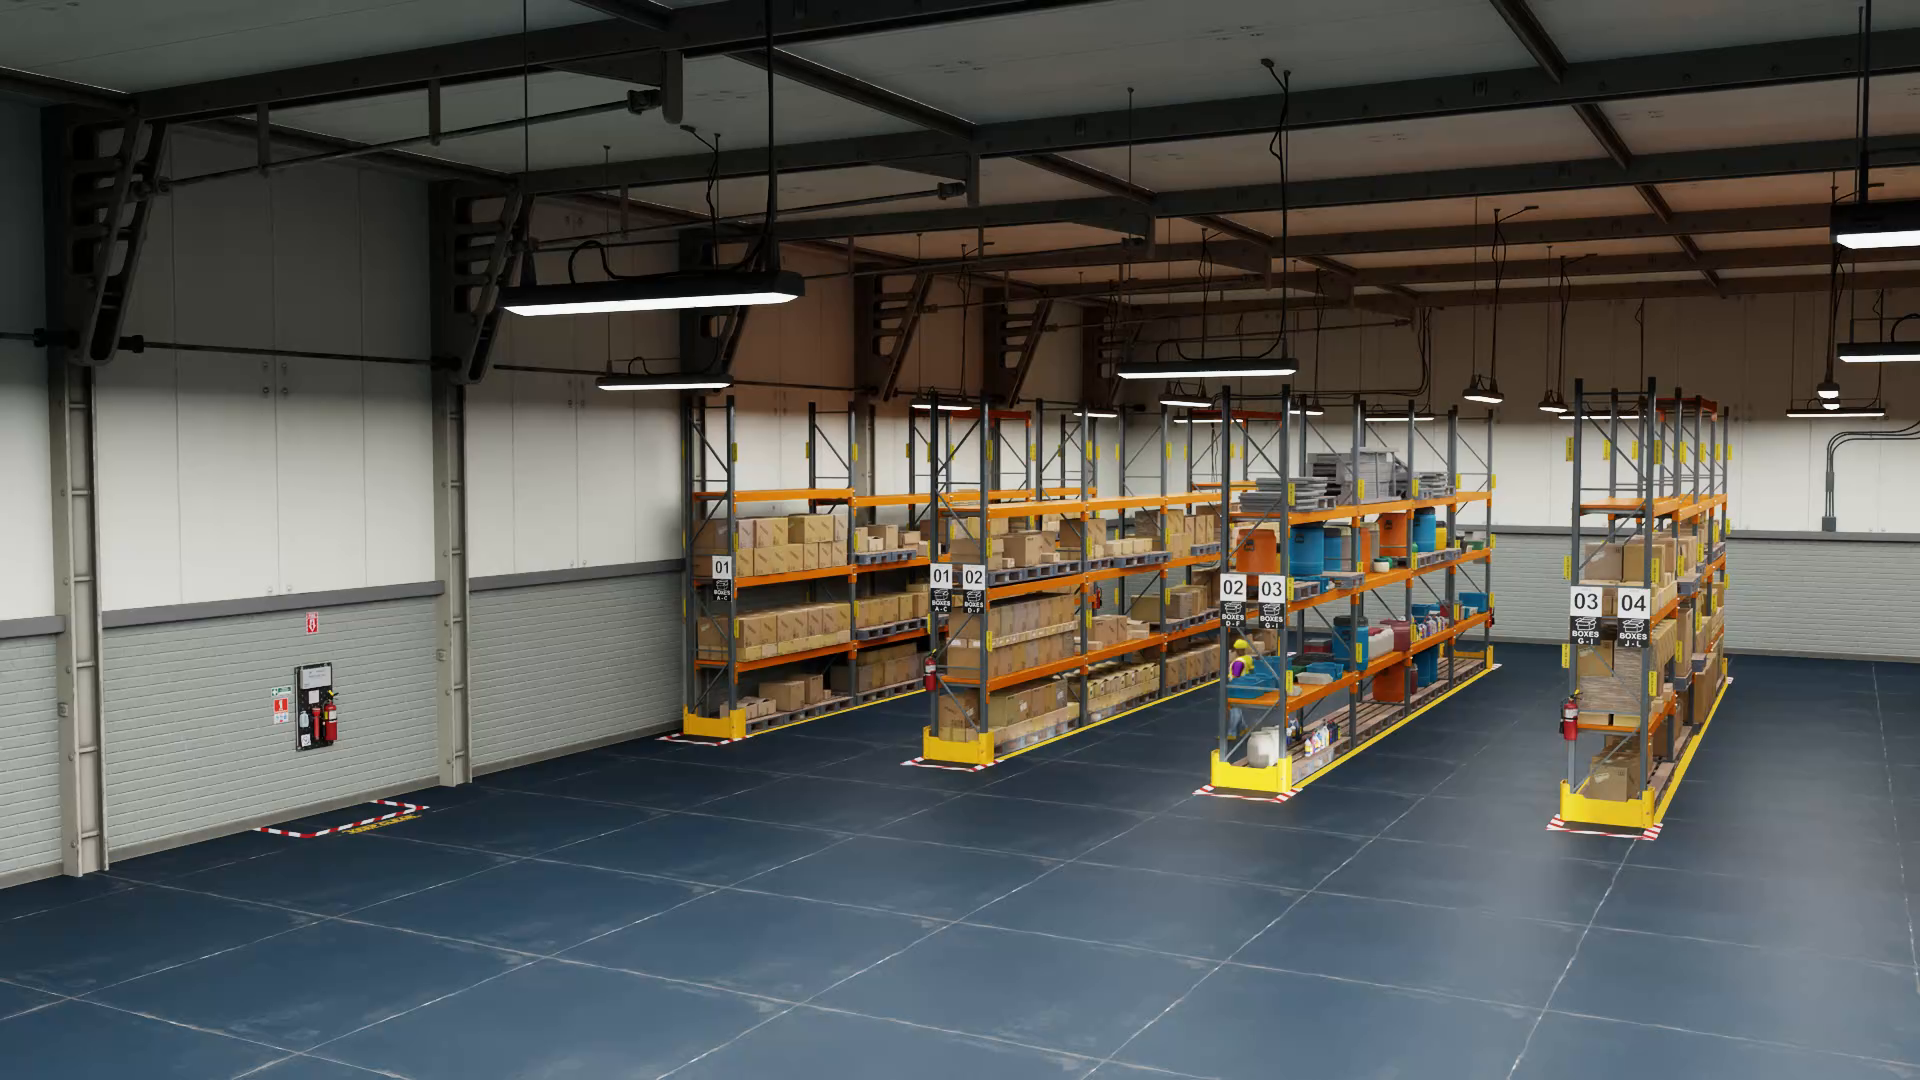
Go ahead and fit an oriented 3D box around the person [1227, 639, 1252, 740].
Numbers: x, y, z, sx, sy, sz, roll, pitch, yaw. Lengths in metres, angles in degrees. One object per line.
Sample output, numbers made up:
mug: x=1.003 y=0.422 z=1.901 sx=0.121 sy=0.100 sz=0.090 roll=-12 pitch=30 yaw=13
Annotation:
person: x=4.806 y=2.604 z=28.958 sx=0.527 sy=1.771 sz=0.655 roll=1 pitch=3 yaw=16
